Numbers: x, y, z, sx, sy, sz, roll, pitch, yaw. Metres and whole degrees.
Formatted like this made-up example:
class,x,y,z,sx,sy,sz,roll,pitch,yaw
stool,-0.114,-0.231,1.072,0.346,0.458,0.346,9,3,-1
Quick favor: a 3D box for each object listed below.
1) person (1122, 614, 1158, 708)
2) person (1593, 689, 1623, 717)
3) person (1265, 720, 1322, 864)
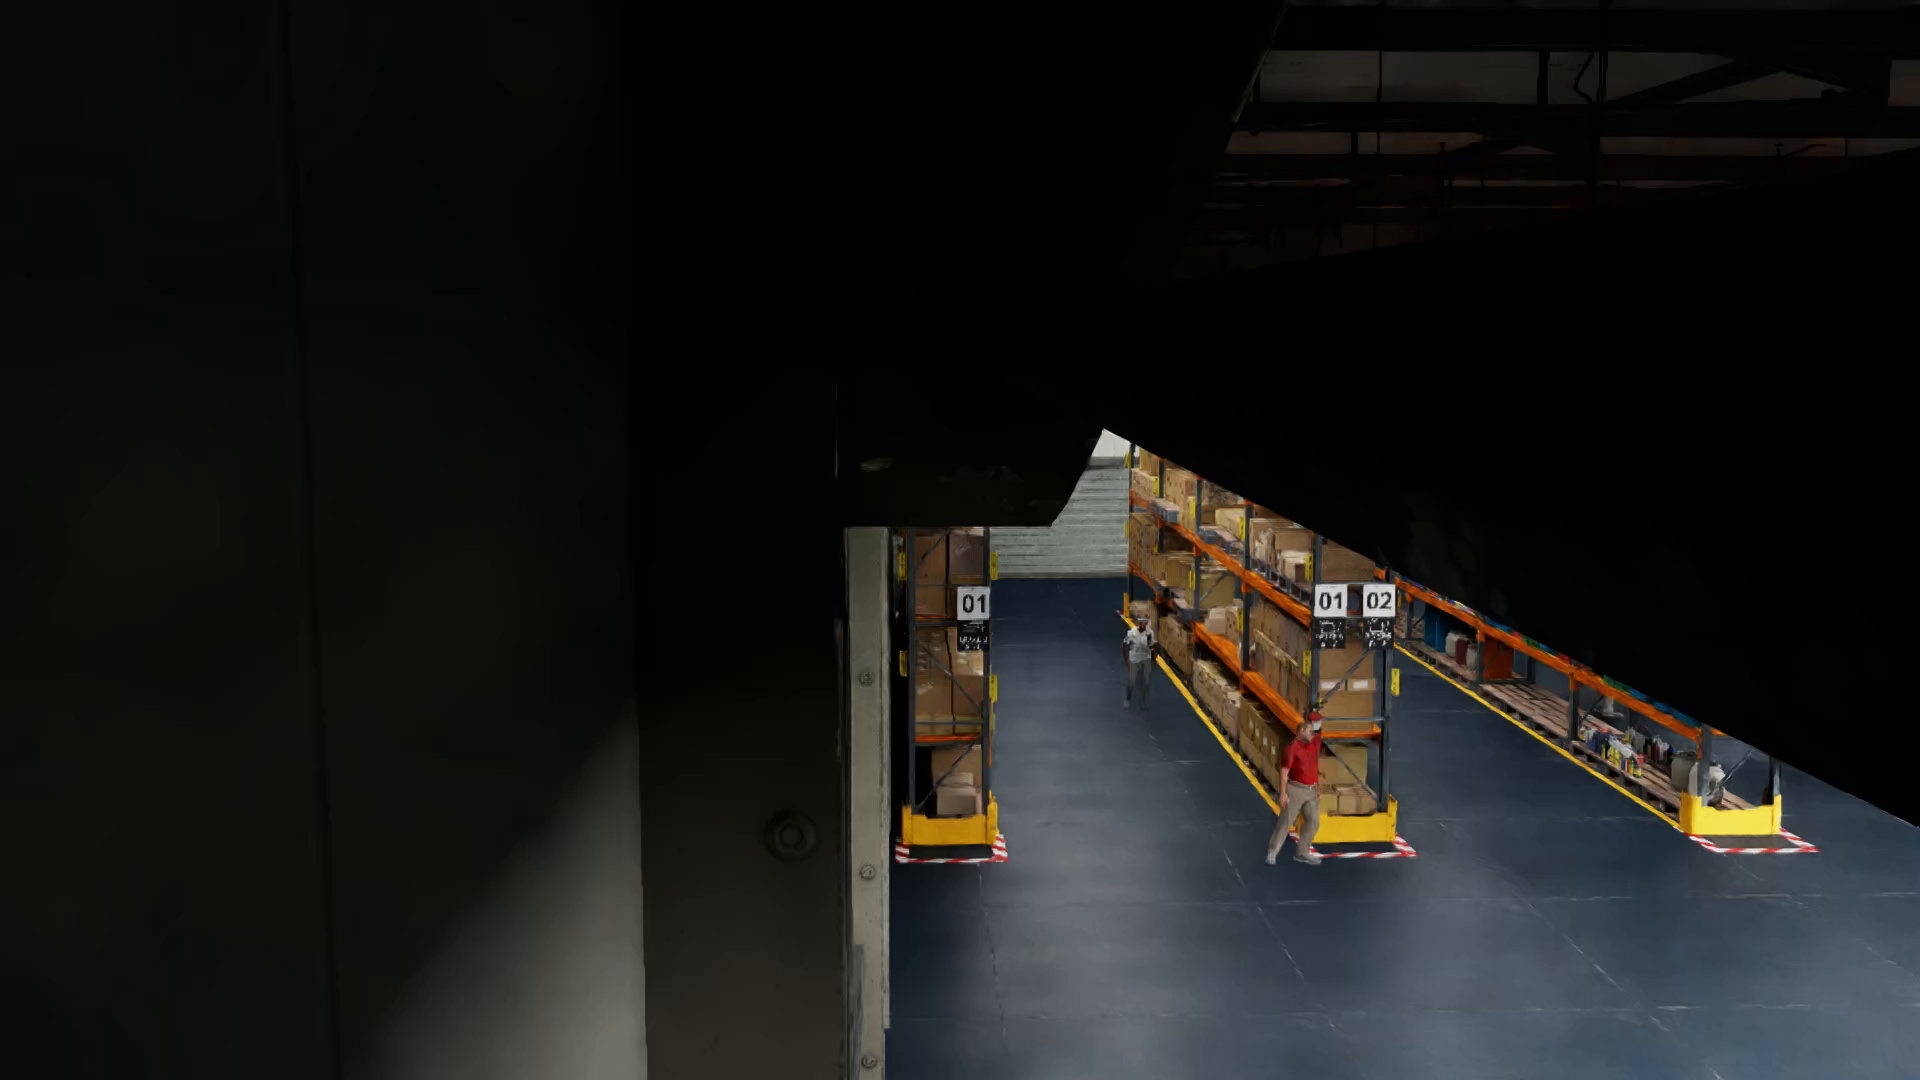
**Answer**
class,x,y,z,sx,sy,sz,roll,pitch,yaw
person,2.987,2.001,27.634,0.592,1.625,0.531,0,7,-3
person,10.596,1.968,27.145,0.430,1.763,0.647,-3,8,-21
person,3.939,2.983,19.657,0.683,1.713,0.517,-6,9,-39
